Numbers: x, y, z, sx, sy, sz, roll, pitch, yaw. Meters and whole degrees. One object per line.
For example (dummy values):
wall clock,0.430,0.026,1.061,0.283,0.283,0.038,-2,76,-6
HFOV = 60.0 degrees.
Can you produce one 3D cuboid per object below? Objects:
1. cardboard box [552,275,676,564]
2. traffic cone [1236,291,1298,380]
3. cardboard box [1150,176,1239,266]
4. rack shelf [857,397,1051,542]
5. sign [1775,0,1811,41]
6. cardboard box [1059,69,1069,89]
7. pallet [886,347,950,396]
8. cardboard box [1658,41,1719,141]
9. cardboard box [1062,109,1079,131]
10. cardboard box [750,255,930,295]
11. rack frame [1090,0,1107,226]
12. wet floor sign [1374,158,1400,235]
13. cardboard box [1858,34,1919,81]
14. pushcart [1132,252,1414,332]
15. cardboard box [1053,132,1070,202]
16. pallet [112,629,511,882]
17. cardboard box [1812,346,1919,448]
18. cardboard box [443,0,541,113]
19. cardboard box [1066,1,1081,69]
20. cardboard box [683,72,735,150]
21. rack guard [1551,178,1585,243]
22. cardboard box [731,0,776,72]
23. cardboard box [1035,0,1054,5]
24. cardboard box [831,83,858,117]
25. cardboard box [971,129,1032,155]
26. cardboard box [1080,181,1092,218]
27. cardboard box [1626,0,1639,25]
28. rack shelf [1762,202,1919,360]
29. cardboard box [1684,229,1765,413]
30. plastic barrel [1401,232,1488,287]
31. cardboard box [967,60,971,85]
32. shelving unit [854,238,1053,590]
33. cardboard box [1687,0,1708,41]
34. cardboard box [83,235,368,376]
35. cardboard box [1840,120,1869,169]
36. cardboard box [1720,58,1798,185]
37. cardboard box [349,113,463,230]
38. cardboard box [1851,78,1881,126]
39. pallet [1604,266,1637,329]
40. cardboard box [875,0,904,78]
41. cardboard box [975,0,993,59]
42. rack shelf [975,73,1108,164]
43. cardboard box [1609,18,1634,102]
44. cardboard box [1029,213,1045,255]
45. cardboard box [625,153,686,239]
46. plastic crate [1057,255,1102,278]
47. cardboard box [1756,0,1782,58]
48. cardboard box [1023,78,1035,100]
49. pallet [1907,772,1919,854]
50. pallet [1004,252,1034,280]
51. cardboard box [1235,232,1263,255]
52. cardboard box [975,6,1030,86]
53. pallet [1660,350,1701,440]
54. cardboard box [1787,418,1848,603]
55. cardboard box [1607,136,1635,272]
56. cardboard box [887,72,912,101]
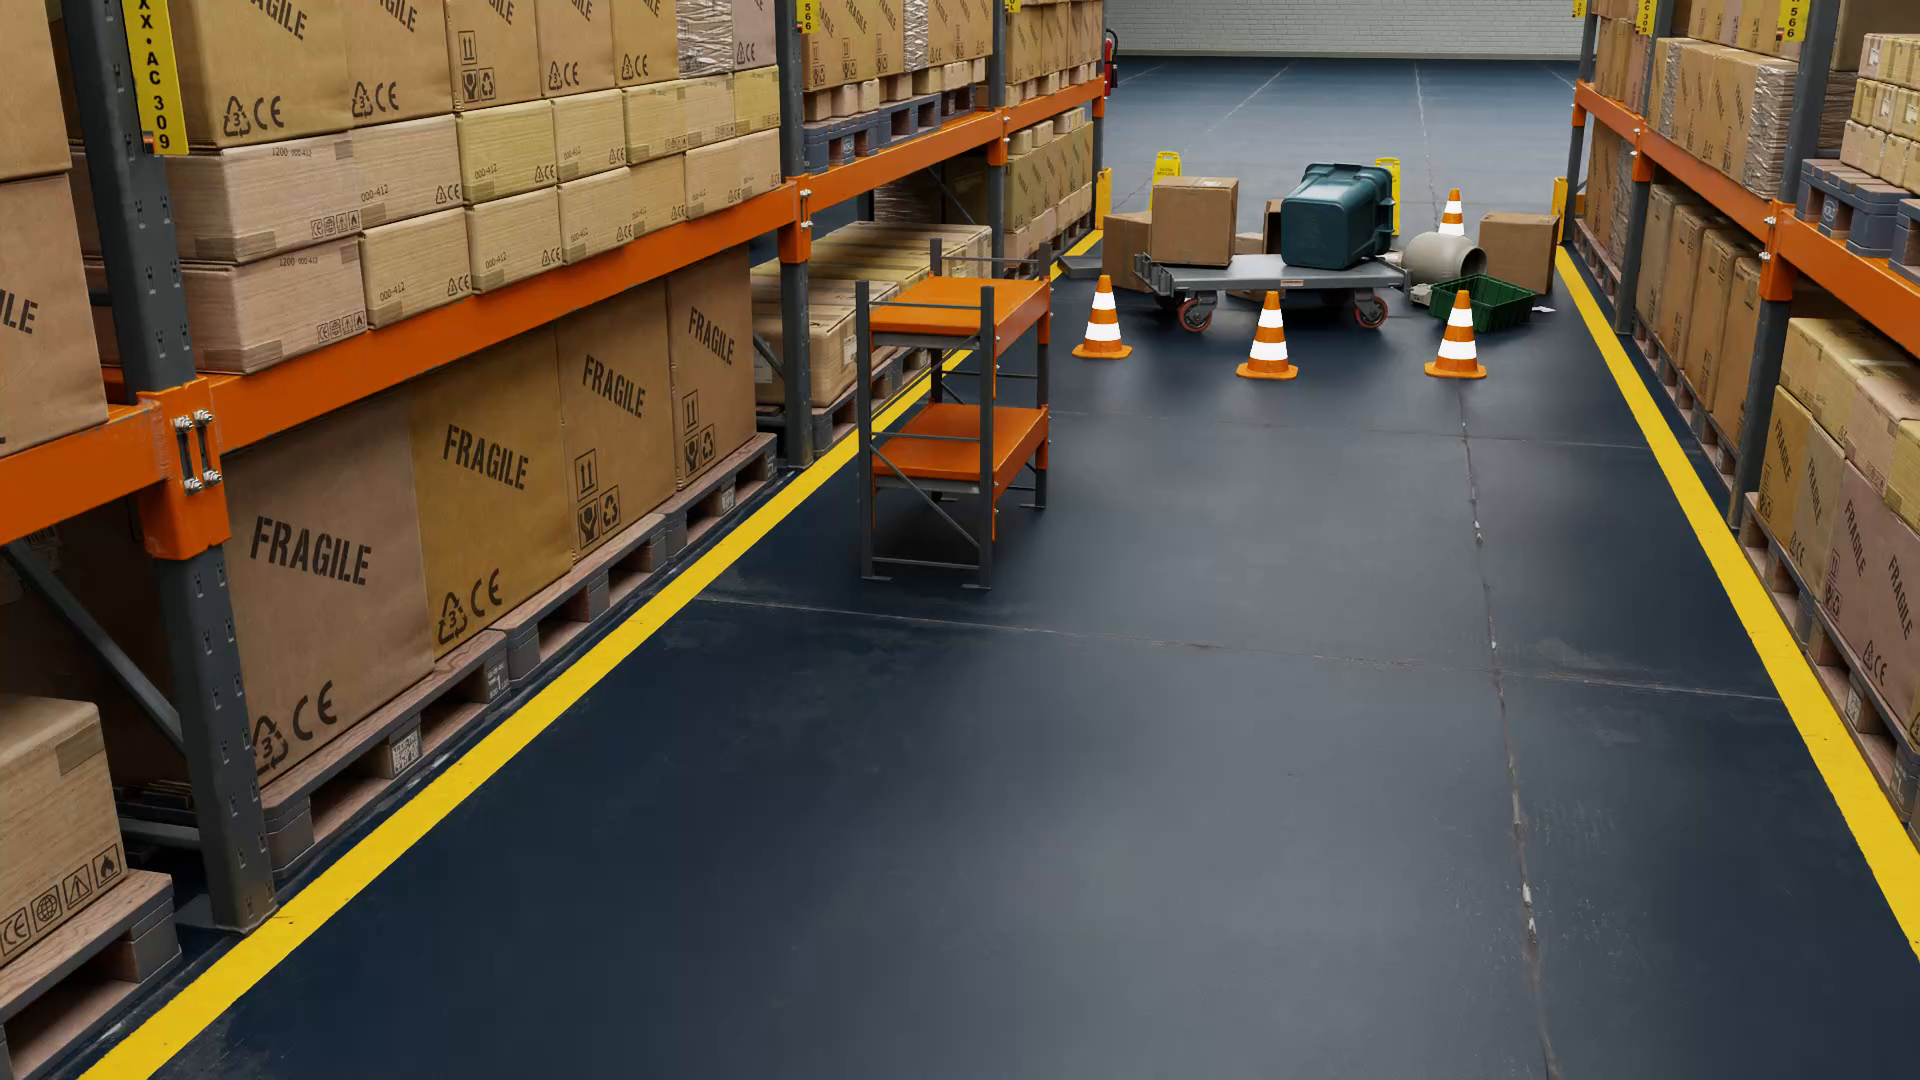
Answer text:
cardboard box,-1.650,-0.495,6.133,0.875,0.875,0.875,5,19,14
traffic cone,1.752,-1.175,9.411,0.336,0.463,0.334,5,19,13
cardboard box,1.532,-2.089,10.858,0.500,0.500,0.500,5,19,13
rack shelf,-0.002,-0.299,6.579,0.538,0.278,1.000,5,19,13
sign,3.107,-2.022,6.176,0.100,0.325,0.005,5,19,13
cardboard box,0.648,-3.639,13.089,0.380,0.149,0.250,4,19,13
pallet,-0.686,-1.097,9.573,1.003,0.211,1.213,5,19,13
cardboard box,4.112,-2.431,9.008,0.500,0.500,0.500,5,19,14
cardboard box,0.744,-3.387,13.403,0.380,0.149,0.250,5,19,14
cardboard box,-0.667,-1.391,9.536,0.950,0.372,0.625,5,20,15
rack frame,0.776,-4.298,14.631,1.000,3.000,0.127,5,19,13
wet floor sign,3.688,-2.990,14.444,0.267,0.644,0.232,1,19,4
cardboard box,3.345,-1.662,5.731,0.380,0.149,0.250,5,19,13
pushcart,2.022,-1.639,10.903,1.648,0.377,0.936,-2,19,-6
cardboard box,0.579,-2.957,13.149,0.500,0.500,0.500,4,19,12
pallet,-2.040,0.535,4.795,1.003,0.211,1.213,5,19,13
cardboard box,3.119,-0.446,5.411,0.500,0.250,0.500,4,19,13
cardboard box,-1.547,-1.491,4.712,0.500,0.500,0.500,4,19,12
cardboard box,0.658,-3.981,13.088,0.500,0.500,0.500,5,19,13
cardboard box,-1.172,-1.623,6.259,0.500,0.250,0.500,4,19,12
rack guard,5.607,-2.764,14.005,1.175,0.500,0.348,5,19,13
cardboard box,-1.051,-2.128,6.577,0.500,0.500,0.500,4,19,12
cardboard box,0.263,-3.985,11.552,0.700,0.500,0.500,5,19,14
cardboard box,-0.705,-2.126,8.010,0.380,0.149,0.250,3,19,10
cardboard box,0.294,-2.802,11.691,0.380,0.149,0.250,5,19,14
cardboard box,0.834,-2.914,14.181,0.500,0.250,0.500,5,19,13
cardboard box,4.769,-3.562,10.572,0.875,0.550,0.550,5,19,13
rack shelf,3.158,-0.464,4.519,1.077,0.370,4.000,5,19,13
cardboard box,4.093,-1.024,7.875,1.050,0.750,0.750,5,19,14
plastic barrel,3.413,-1.943,11.721,0.421,0.421,0.512,-13,23,-34
cardboard box,-0.141,-2.860,10.159,0.380,0.149,0.250,4,19,12
shelving unit,-0.002,-0.530,6.500,0.538,1.125,1.048,5,19,13
cardboard box,4.508,-3.050,9.274,0.700,0.500,0.500,4,19,12
cardboard box,-1.792,-0.583,3.986,0.500,0.250,0.500,4,19,12
cardboard box,3.341,-1.387,5.847,0.380,0.149,0.250,4,19,13
cardboard box,3.619,-1.797,7.154,0.500,0.500,0.500,5,19,13
cardboard box,-1.674,-0.984,4.386,0.500,0.250,0.500,5,19,14
cardboard box,3.334,-1.516,5.766,0.380,0.149,0.250,6,20,16
pallet,4.885,-1.598,11.039,1.003,0.211,1.213,5,19,13
cardboard box,-0.600,-2.631,8.486,0.500,0.500,0.500,5,19,14
cardboard box,-0.091,-3.268,10.351,0.500,0.500,0.500,4,19,12
rack shelf,0.288,-3.331,12.912,1.077,0.370,4.000,5,19,13
cardboard box,5.093,-3.381,11.713,0.875,0.550,0.500,5,19,13
cardboard box,0.324,-2.274,12.308,0.500,0.250,0.500,6,20,16
cardboard box,-1.298,-1.223,5.859,0.500,0.250,0.500,4,19,13
plastic crate,0.978,-2.090,12.683,0.402,0.080,0.583,-2,19,-6
cardboard box,4.011,-2.411,7.405,0.700,0.500,0.500,4,19,13
cardboard box,0.328,-3.243,11.929,0.380,0.149,0.250,5,20,15
pallet,2.858,0.898,3.733,1.003,0.211,1.213,5,19,13
pallet,-0.071,-1.938,12.035,1.003,0.211,1.213,5,19,13
cardboard box,2.415,-2.379,13.422,0.380,0.149,0.250,17,25,41
cardboard box,0.177,-3.348,11.235,0.500,0.500,0.500,5,19,13
pallet,4.212,-0.734,8.511,1.003,0.211,1.213,5,19,13
cardboard box,3.107,-0.088,5.522,0.500,0.500,0.500,5,19,14
cardboard box,5.062,-2.353,11.573,0.875,0.875,0.875,5,19,14
cardboard box,-0.477,-2.460,8.989,0.380,0.149,0.250,5,20,15
